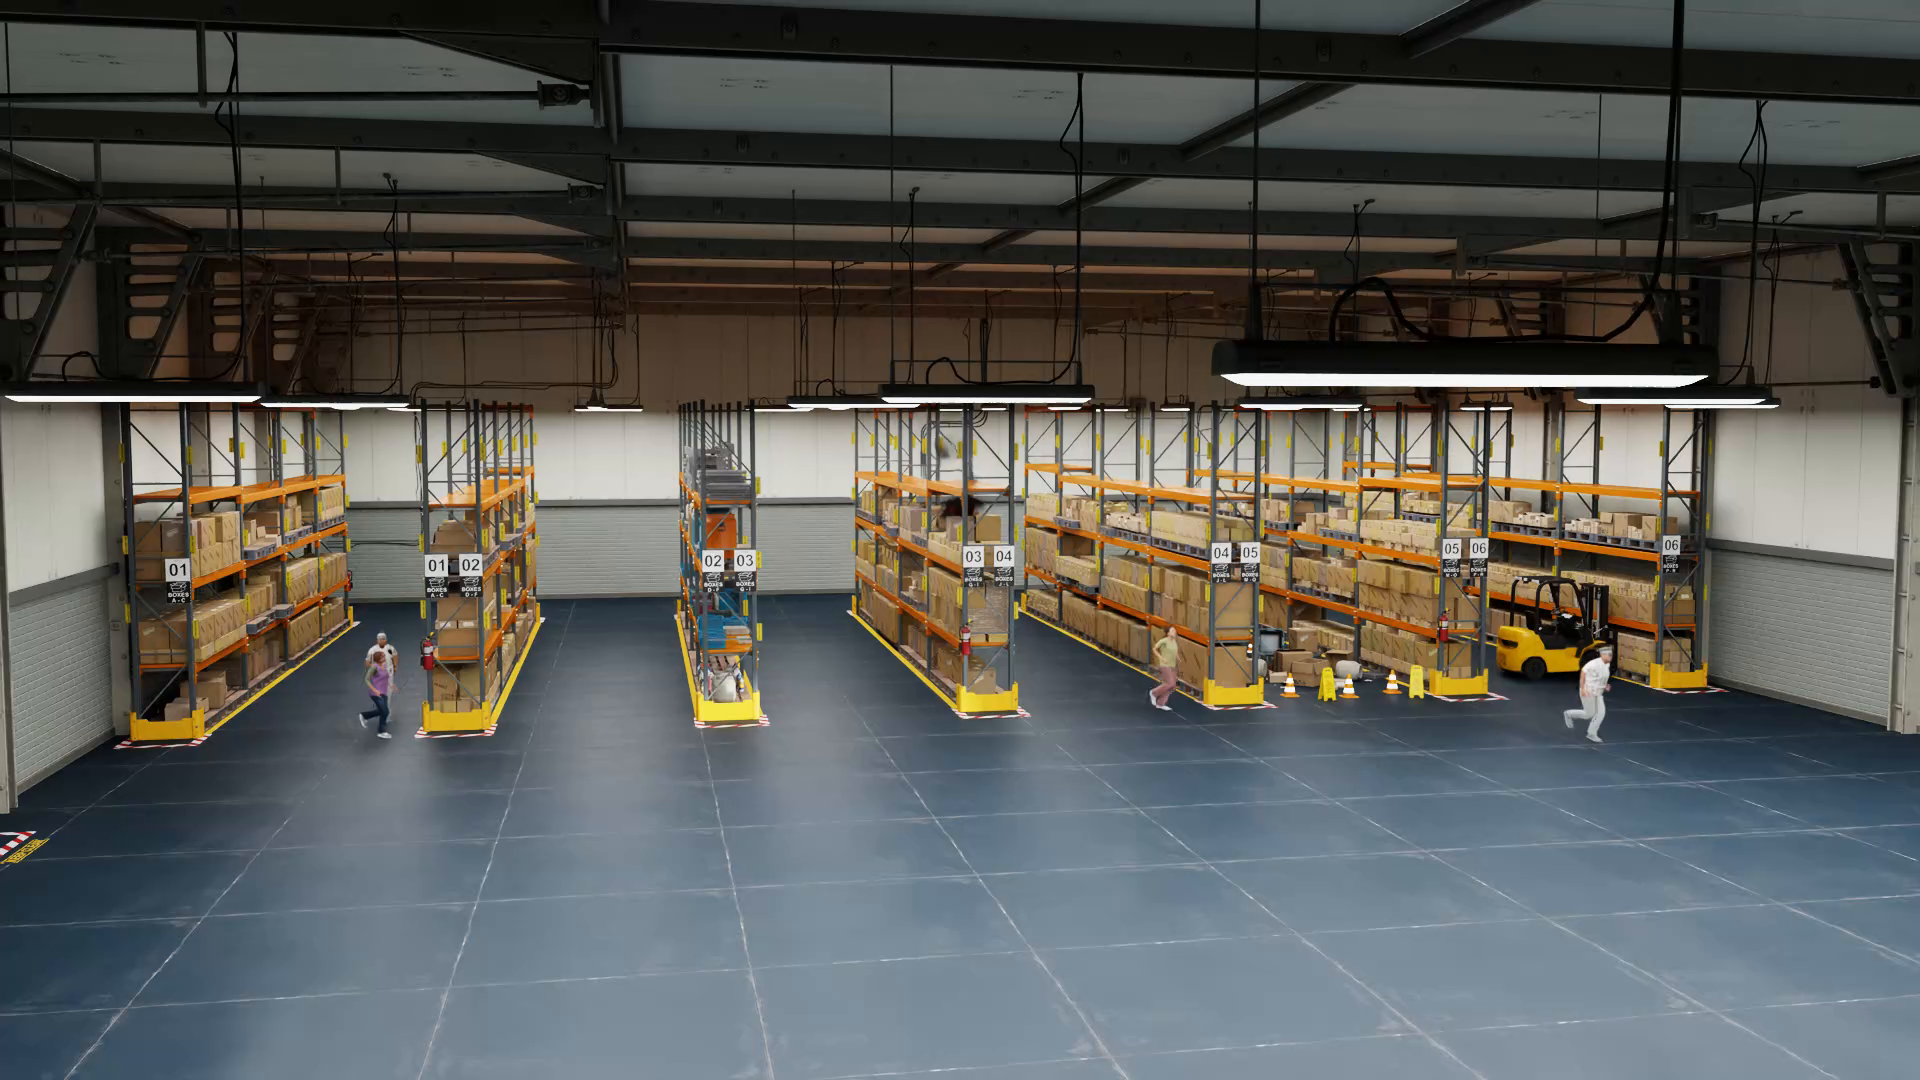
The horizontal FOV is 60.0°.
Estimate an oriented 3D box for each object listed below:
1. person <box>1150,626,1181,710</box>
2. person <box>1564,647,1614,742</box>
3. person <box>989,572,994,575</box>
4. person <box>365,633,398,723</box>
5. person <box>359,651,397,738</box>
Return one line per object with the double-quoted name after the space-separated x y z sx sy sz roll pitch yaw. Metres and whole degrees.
4.035 2.478 32.375 0.556 1.642 0.598 4 6 42 "person"
11.097 2.691 29.337 0.662 1.714 0.851 -4 6 -45 "person"
1.099 1.370 46.420 0.650 1.757 0.759 0 4 -5 "person"
-10.848 2.573 31.235 0.614 1.682 0.806 -2 5 -25 "person"
-10.392 2.741 29.479 0.680 1.548 0.525 1 4 11 "person"
